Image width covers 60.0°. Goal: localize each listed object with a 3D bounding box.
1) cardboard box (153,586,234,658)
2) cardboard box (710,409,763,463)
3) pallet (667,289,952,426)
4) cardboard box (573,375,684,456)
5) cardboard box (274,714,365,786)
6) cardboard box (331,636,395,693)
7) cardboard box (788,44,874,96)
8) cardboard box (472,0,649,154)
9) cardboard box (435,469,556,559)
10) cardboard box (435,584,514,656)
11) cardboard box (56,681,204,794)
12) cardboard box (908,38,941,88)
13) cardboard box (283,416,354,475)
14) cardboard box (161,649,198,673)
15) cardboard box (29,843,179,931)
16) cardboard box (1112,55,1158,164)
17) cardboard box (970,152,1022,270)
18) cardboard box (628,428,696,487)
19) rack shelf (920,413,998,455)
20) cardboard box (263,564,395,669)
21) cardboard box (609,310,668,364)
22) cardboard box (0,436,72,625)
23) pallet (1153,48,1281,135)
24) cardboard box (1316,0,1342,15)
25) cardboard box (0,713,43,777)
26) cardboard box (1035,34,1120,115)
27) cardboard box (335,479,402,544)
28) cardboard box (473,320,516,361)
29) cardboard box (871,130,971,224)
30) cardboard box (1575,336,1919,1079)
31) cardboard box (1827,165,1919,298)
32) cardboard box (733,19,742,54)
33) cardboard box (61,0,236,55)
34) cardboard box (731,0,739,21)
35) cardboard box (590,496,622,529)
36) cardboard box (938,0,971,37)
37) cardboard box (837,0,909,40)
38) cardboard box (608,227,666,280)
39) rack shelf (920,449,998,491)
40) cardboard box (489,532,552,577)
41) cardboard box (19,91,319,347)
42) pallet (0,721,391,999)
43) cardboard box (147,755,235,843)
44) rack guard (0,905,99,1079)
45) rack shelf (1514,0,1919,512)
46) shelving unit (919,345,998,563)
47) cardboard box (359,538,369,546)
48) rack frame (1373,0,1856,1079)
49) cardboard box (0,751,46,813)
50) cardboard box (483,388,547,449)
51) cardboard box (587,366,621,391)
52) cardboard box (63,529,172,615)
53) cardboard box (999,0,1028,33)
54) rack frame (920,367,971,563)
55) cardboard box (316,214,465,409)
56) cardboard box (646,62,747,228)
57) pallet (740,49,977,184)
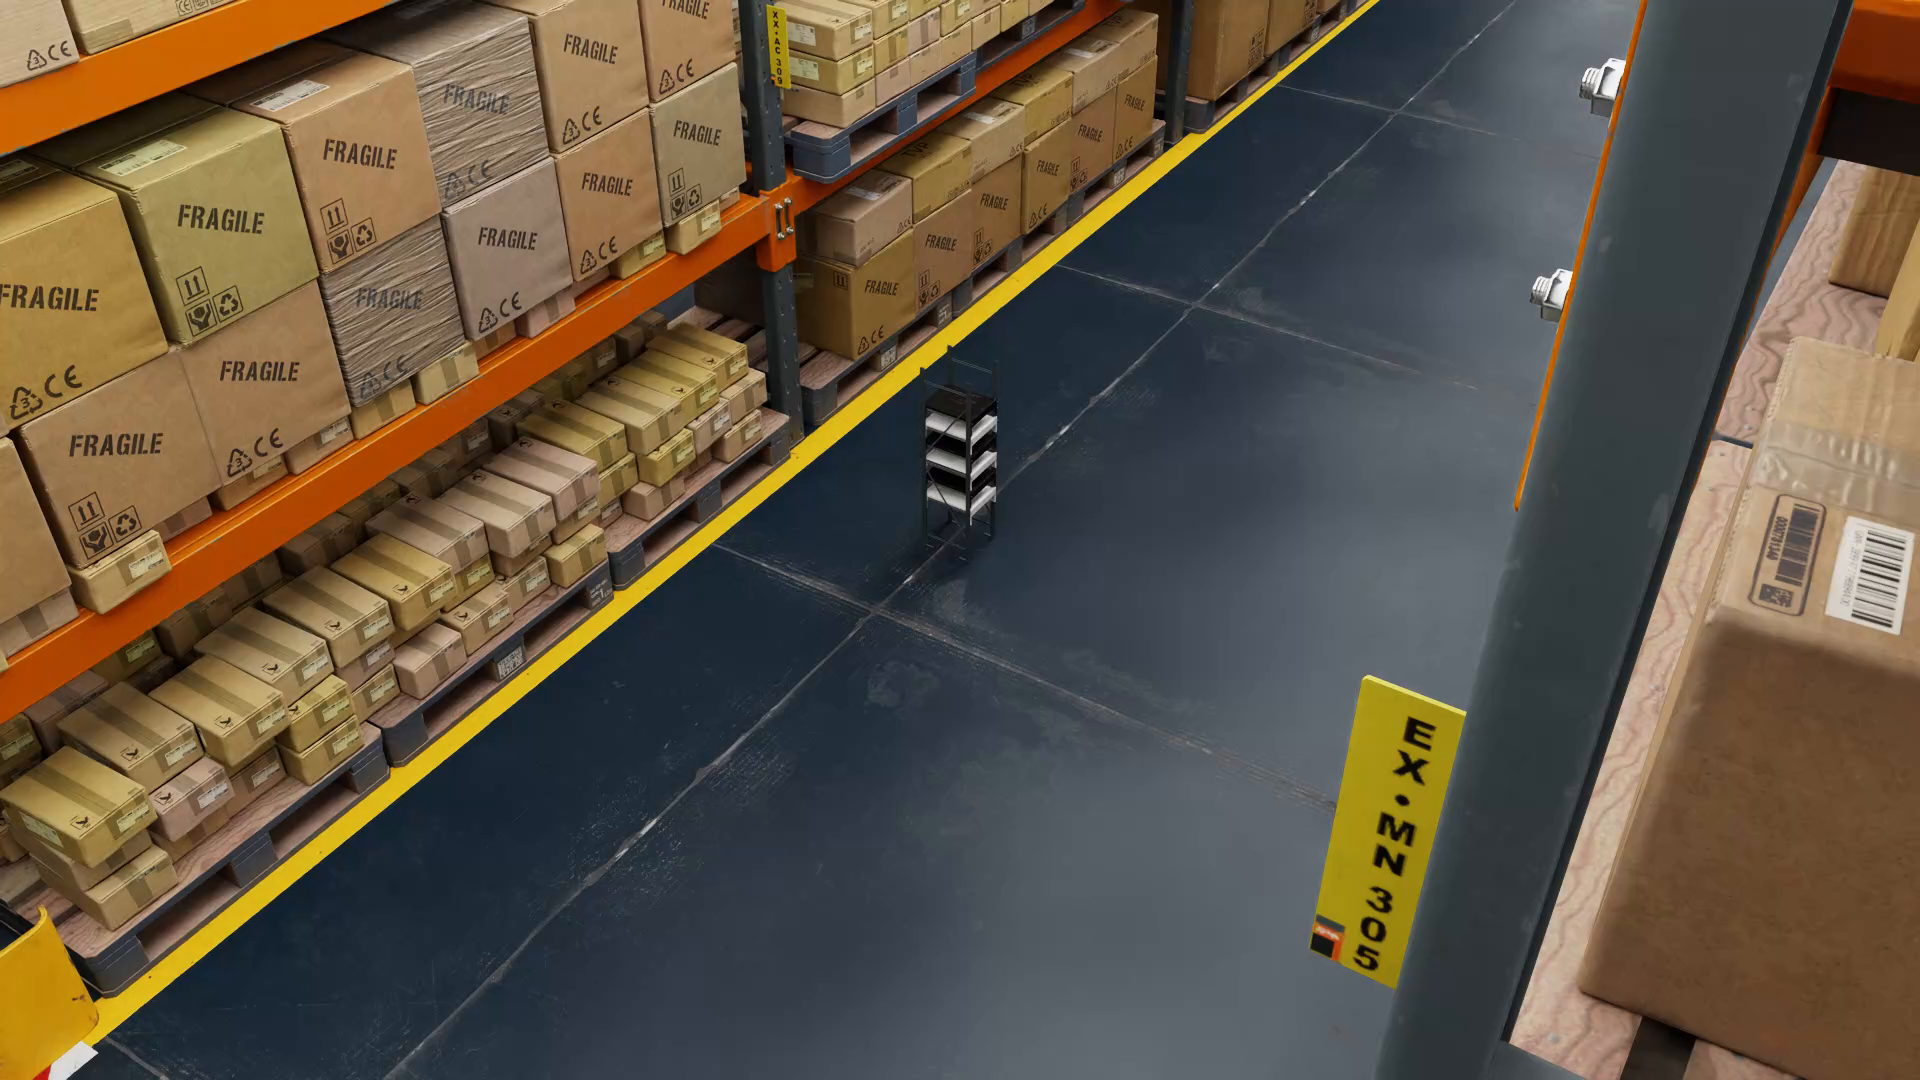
[{"bbox_3d":[-2.855,0.239,5.987,0.380,0.149,0.250,19,42,23],"label":"cardboard box"},{"bbox_3d":[-1.111,-0.519,7.458,0.380,0.149,0.250,22,43,26],"label":"cardboard box"},{"bbox_3d":[-0.772,-1.093,8.495,1.003,0.211,1.213,21,42,25],"label":"pallet"},{"bbox_3d":[-1.390,-0.525,6.978,0.380,0.149,0.250,21,42,25],"label":"cardboard box"},{"bbox_3d":[-2.352,0.676,5.908,0.380,0.149,0.250,22,43,26],"label":"cardboard box"},{"bbox_3d":[-2.292,0.383,6.044,0.380,0.149,0.250,19,42,23],"label":"cardboard box"},{"bbox_3d":[-0.589,-2.033,7.049,0.380,0.149,0.250,22,43,26],"label":"cardboard box"},{"bbox_3d":[-1.484,-1.750,5.919,0.500,0.500,0.500,20,42,24],"label":"cardboard box"},{"bbox_3d":[-1.796,-0.104,6.432,0.380,0.149,0.250,20,42,24],"label":"cardboard box"},{"bbox_3d":[-1.963,0.262,6.445,0.380,0.149,0.250,21,42,25],"label":"cardboard box"},{"bbox_3d":[-2.718,0.653,5.450,0.380,0.149,0.250,22,43,26],"label":"cardboard box"},{"bbox_3d":[-0.308,-2.188,7.493,0.380,0.149,0.250,21,43,25],"label":"cardboard box"},{"bbox_3d":[-2.245,-0.388,5.502,0.380,0.149,0.250,20,42,24],"label":"cardboard box"},{"bbox_3d":[-2.782,0.372,6.058,0.380,0.149,0.250,21,42,25],"label":"cardboard box"},{"bbox_3d":[-2.780,1.064,5.405,0.380,0.149,0.250,22,43,26],"label":"cardboard box"},{"bbox_3d":[0.823,-2.610,9.882,0.500,0.500,0.500,21,42,25],"label":"cardboard box"},{"bbox_3d":[-0.017,-1.814,8.850,0.500,0.500,0.500,22,43,26],"label":"cardboard box"},{"bbox_3d":[-1.352,-0.397,7.056,0.380,0.149,0.250,20,42,24],"label":"cardboard box"},{"bbox_3d":[-0.004,-0.468,6.880,0.258,0.077,0.200,21,42,25],"label":"rack shelf"},{"bbox_3d":[-2.255,0.270,5.947,0.380,0.149,0.250,23,43,27],"label":"cardboard box"},{"bbox_3d":[-1.548,-0.959,7.541,0.380,0.149,0.250,23,43,27],"label":"cardboard box"},{"bbox_3d":[-2.858,-0.032,4.509,0.500,0.500,0.500,23,43,27],"label":"cardboard box"},{"bbox_3d":[1.441,-3.135,11.144,1.003,0.211,1.213,21,42,25],"label":"pallet"},{"bbox_3d":[2.321,-4.350,11.934,1.050,0.750,0.750,21,42,25],"label":"cardboard box"},{"bbox_3d":[-3.262,0.638,5.470,0.380,0.149,0.250,22,43,26],"label":"cardboard box"},{"bbox_3d":[0.548,-2.629,9.293,0.500,0.250,0.500,22,43,26],"label":"cardboard box"},{"bbox_3d":[-2.407,-0.162,6.507,0.380,0.149,0.250,21,42,25],"label":"cardboard box"},{"bbox_3d":[-1.844,-0.797,6.033,0.380,0.149,0.250,21,42,24],"label":"cardboard box"},{"bbox_3d":[-0.286,-1.839,8.268,0.500,0.250,0.500,22,43,26],"label":"cardboard box"},{"bbox_3d":[1.036,0.222,1.541,0.700,0.500,0.500,19,41,23],"label":"cardboard box"},{"bbox_3d":[1.885,-0.633,2.650,0.700,0.500,0.500,23,43,27],"label":"cardboard box"},{"bbox_3d":[-1.142,-2.250,7.330,0.380,0.149,0.250,23,43,26],"label":"cardboard box"},{"bbox_3d":[-2.324,-1.550,4.470,0.500,0.250,0.500,20,42,24],"label":"cardboard box"},{"bbox_3d":[-1.138,-2.369,7.241,0.380,0.149,0.250,23,43,27],"label":"cardboard box"},{"bbox_3d":[-1.651,-0.160,6.991,0.380,0.149,0.250,20,42,24],"label":"cardboard box"},{"bbox_3d":[-0.175,-2.435,7.570,0.380,0.149,0.250,19,42,23],"label":"cardboard box"},{"bbox_3d":[-0.445,-2.297,7.147,0.380,0.149,0.250,22,43,26],"label":"cardboard box"},{"bbox_3d":[-1.383,-1.186,6.537,0.380,0.149,0.250,23,43,27],"label":"cardboard box"},{"bbox_3d":[-0.004,-0.326,6.990,0.258,0.077,0.200,21,42,25],"label":"rack shelf"},{"bbox_3d":[-1.850,-0.031,6.580,0.380,0.149,0.250,19,42,23],"label":"cardboard box"},{"bbox_3d":[-2.304,-0.955,4.887,0.500,0.500,0.500,20,42,24],"label":"cardboard box"},{"bbox_3d":[-2.826,0.924,5.878,1.003,0.211,1.213,21,42,25],"label":"pallet"},{"bbox_3d":[-2.639,0.802,5.500,0.380,0.149,0.250,21,42,25],"label":"cardboard box"},{"bbox_3d":[-3.291,1.217,5.262,1.175,0.500,0.348,21,42,25],"label":"rack guard"},{"bbox_3d":[1.874,-1.023,2.123,1.077,0.370,4.000,21,42,25],"label":"rack shelf"},{"bbox_3d":[-0.004,-0.352,6.970,0.258,0.900,0.210,21,42,25],"label":"shelving unit"},{"bbox_3d":[-2.469,-0.071,6.633,0.380,0.149,0.250,22,43,26],"label":"cardboard box"},{"bbox_3d":[0.800,-0.436,0.445,0.949,2.616,0.053,21,42,25],"label":"rack frame"},{"bbox_3d":[-3.290,0.746,5.573,0.380,0.149,0.250,20,42,24],"label":"cardboard box"},{"bbox_3d":[-1.960,-0.548,7.008,0.380,0.149,0.250,20,42,24],"label":"cardboard box"},{"bbox_3d":[-1.713,-0.709,7.460,0.380,0.149,0.250,21,43,25],"label":"cardboard box"},{"bbox_3d":[-2.590,0.040,4.947,0.380,0.149,0.250,20,42,24],"label":"cardboard box"},{"bbox_3d":[0.106,-2.590,8.015,0.380,0.149,0.250,20,42,24],"label":"cardboard box"},{"bbox_3d":[-0.059,-0.300,6.902,0.240,0.900,0.006,21,42,25],"label":"rack frame"},{"bbox_3d":[-2.051,-0.830,5.544,0.500,0.500,0.500,20,42,24],"label":"cardboard box"},{"bbox_3d":[-1.209,-1.612,6.558,0.500,0.500,0.500,21,42,25],"label":"cardboard box"},{"bbox_3d":[-0.656,-2.066,7.631,1.003,0.211,1.213,21,42,25],"label":"pallet"}]
